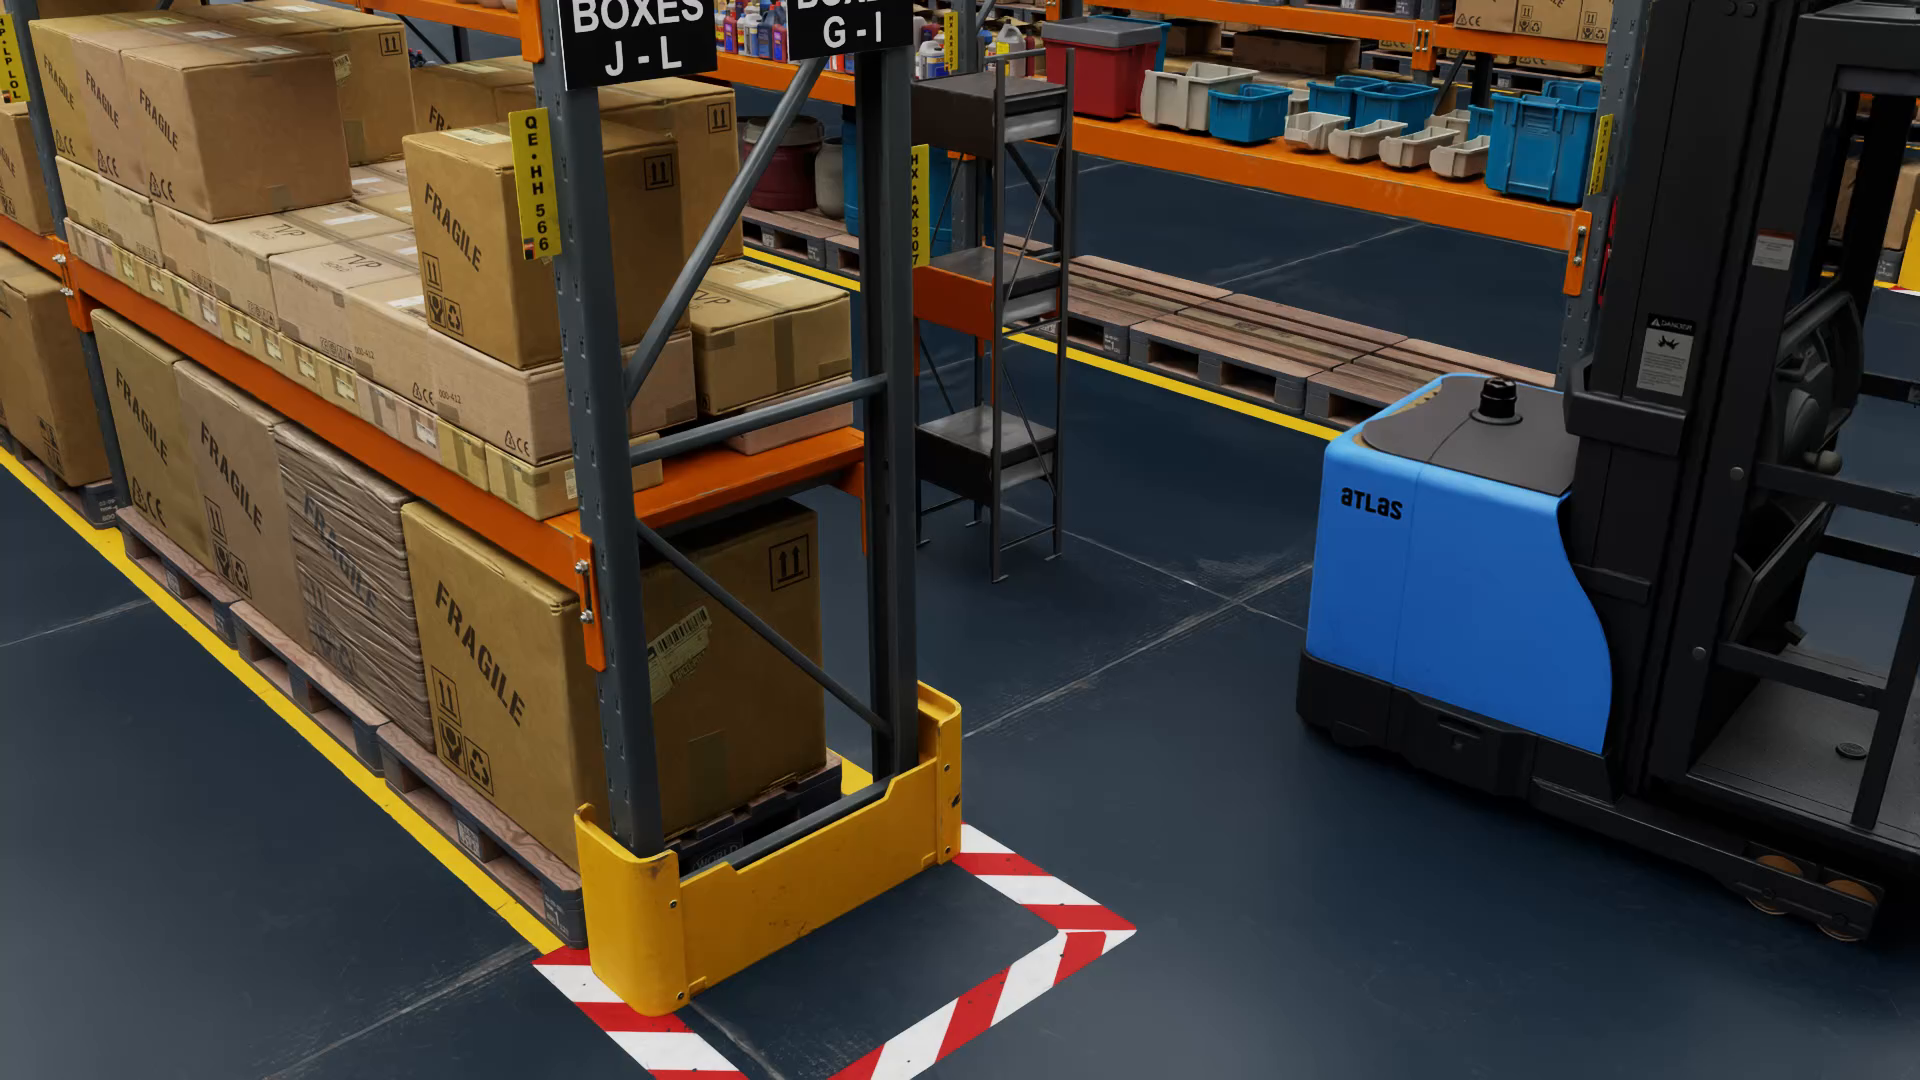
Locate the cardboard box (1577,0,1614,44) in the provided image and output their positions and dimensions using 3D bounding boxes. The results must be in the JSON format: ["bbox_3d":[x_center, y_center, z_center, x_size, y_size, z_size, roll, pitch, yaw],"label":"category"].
[{"bbox_3d":[4.812,-3.830,11.910,0.500,0.500,0.500,-21,32,-39],"label":"cardboard box"}]

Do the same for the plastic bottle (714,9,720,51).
[{"bbox_3d":[-1.698,-3.555,11.585,0.097,0.271,0.097,0,25,0],"label":"plastic bottle"}]

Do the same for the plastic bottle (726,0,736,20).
[{"bbox_3d":[-1.729,-3.998,12.639,0.097,0.201,0.097,0,25,0],"label":"plastic bottle"}]

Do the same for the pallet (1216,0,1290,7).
[{"bbox_3d":[2.569,-4.859,14.518,1.003,0.211,1.213,-21,32,-38],"label":"pallet"}]

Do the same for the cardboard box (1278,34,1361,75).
[{"bbox_3d":[3.134,-4.245,14.519,0.500,0.250,0.500,-21,32,-38],"label":"cardboard box"}]

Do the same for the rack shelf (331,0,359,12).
[{"bbox_3d":[-6.483,-5.621,16.823,1.077,0.370,4.000,-21,32,-38],"label":"rack shelf"}]

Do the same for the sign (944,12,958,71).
[{"bbox_3d":[-0.051,-2.889,9.635,0.100,0.325,0.005,-21,32,-38],"label":"sign"}]

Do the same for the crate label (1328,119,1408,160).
[{"bbox_3d":[2.001,-1.979,8.219,0.396,0.136,0.243,-21,32,-38],"label":"crate label"}]

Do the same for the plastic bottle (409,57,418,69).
[{"bbox_3d":[-5.470,-4.658,16.509,0.144,0.351,0.185,-21,32,-38],"label":"plastic bottle"}]

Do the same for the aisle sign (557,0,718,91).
[{"bbox_3d":[-0.699,-1.377,3.523,0.394,0.787,0.004,-21,32,-38],"label":"aisle sign"}]

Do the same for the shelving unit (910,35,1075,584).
[{"bbox_3d":[0.113,-0.905,6.704,0.431,2.100,0.503,-21,32,-38],"label":"shelving unit"}]

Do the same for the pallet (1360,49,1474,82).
[{"bbox_3d":[5.333,-5.412,18.858,1.003,0.211,1.213,-21,32,-38],"label":"pallet"}]

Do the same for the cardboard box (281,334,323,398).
[{"bbox_3d":[-1.890,-0.589,5.230,0.380,0.149,0.250,-21,32,-38],"label":"cardboard box"}]

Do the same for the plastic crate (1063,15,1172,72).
[{"bbox_3d":[0.920,-2.894,9.926,0.392,0.384,0.575,-21,32,-38],"label":"plastic crate"}]

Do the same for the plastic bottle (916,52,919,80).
[{"bbox_3d":[-0.253,-2.883,10.195,0.097,0.201,0.097,0,25,0],"label":"plastic bottle"}]

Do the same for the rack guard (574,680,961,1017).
[{"bbox_3d":[-0.513,0.843,4.799,1.175,0.500,0.348,-21,32,-38],"label":"rack guard"}]

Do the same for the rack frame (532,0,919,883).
[{"bbox_3d":[-0.530,-0.301,4.296,1.000,3.000,0.127,-21,32,-38],"label":"rack frame"}]

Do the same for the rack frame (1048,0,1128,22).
[{"bbox_3d":[1.236,-5.534,15.767,1.000,3.000,0.127,-21,32,-38],"label":"rack frame"}]

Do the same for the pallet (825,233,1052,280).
[{"bbox_3d":[-0.145,-1.895,11.150,1.003,0.211,1.213,-21,32,-38],"label":"pallet"}]

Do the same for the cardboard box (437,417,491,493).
[{"bbox_3d":[-1.192,-0.280,4.552,0.380,0.149,0.250,-21,32,-38],"label":"cardboard box"}]

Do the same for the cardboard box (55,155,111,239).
[{"bbox_3d":[-3.134,-1.364,6.447,0.500,0.250,0.500,-22,32,-39],"label":"cardboard box"}]

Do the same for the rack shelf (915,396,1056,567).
[{"bbox_3d":[0.113,-0.256,7.000,0.431,0.518,0.480,-21,32,-38],"label":"rack shelf"}]

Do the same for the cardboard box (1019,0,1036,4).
[{"bbox_3d":[1.037,-7.546,23.081,0.250,0.149,0.380,21,32,38],"label":"cardboard box"}]

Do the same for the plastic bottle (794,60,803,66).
[{"bbox_3d":[-0.998,-3.264,10.940,0.152,0.276,0.135,-21,32,-38],"label":"plastic bottle"}]

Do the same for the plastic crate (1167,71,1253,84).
[{"bbox_3d":[1.313,-2.557,9.501,0.437,0.125,0.590,-21,32,-38],"label":"plastic crate"}]

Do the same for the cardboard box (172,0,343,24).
[{"bbox_3d":[-2.754,-1.858,6.628,0.500,0.500,0.500,-20,31,-37],"label":"cardboard box"}]

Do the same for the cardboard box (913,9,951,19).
[{"bbox_3d":[-0.312,-5.592,18.025,0.500,0.311,0.500,-21,32,-39],"label":"cardboard box"}]

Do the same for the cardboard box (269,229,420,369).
[{"bbox_3d":[-1.749,-0.748,5.098,0.500,0.250,0.500,22,33,40],"label":"cardboard box"}]

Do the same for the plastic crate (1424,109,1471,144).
[{"bbox_3d":[2.535,-2.108,8.502,0.250,0.136,0.298,-21,32,-38],"label":"plastic crate"}]

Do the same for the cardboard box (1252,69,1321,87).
[{"bbox_3d":[2.749,-3.758,14.354,0.500,0.500,0.500,-21,32,-38],"label":"cardboard box"}]

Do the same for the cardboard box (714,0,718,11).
[{"bbox_3d":[-2.652,-6.411,19.592,0.500,0.500,0.500,-21,32,-38],"label":"cardboard box"}]

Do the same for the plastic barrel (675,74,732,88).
[{"bbox_3d":[-2.035,-3.190,12.738,0.600,0.830,0.708,-21,32,-38],"label":"plastic barrel"}]

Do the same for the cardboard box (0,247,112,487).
[{"bbox_3d":[-3.716,-0.926,7.719,1.225,0.875,0.875,-21,32,-38],"label":"cardboard box"}]

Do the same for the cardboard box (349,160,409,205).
[{"bbox_3d":[-2.066,-1.210,6.111,0.500,0.250,0.500,-20,32,-37],"label":"cardboard box"}]

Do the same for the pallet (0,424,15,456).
[{"bbox_3d":[-4.684,-0.827,8.808,1.003,0.211,1.213,-21,32,-38],"label":"pallet"}]

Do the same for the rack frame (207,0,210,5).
[{"bbox_3d":[-7.850,-6.554,18.002,1.000,3.000,0.127,-21,32,-38],"label":"rack frame"}]

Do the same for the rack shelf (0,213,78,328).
[{"bbox_3d":[-4.631,-1.792,8.430,1.077,0.370,4.000,-21,32,-38],"label":"rack shelf"}]

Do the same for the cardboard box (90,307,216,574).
[{"bbox_3d":[-2.871,-0.515,6.819,0.875,0.875,0.875,-21,32,-38],"label":"cardboard box"}]

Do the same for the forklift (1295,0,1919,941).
[{"bbox_3d":[2.626,-0.439,4.681,3.031,2.935,1.130,19,31,35],"label":"forklift"}]

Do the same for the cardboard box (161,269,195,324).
[{"bbox_3d":[-2.588,-0.899,5.909,0.380,0.149,0.250,-22,32,-39],"label":"cardboard box"}]

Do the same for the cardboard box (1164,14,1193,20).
[{"bbox_3d":[3.021,-6.855,21.143,0.700,0.500,0.500,-22,32,-39],"label":"cardboard box"}]

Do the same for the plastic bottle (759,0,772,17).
[{"bbox_3d":[-1.438,-3.901,12.342,0.097,0.271,0.097,0,25,0],"label":"plastic bottle"}]

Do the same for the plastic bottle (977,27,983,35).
[{"bbox_3d":[0.063,-3.221,10.846,0.152,0.276,0.135,-21,32,-38],"label":"plastic bottle"}]

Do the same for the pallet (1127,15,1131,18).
[{"bbox_3d":[2.649,-6.648,21.569,1.003,0.211,1.213,-21,32,-38],"label":"pallet"}]

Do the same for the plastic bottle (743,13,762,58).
[{"bbox_3d":[-1.374,-3.431,11.306,0.152,0.276,0.135,-21,32,-38],"label":"plastic bottle"}]

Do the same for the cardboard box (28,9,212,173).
[{"bbox_3d":[-3.123,-1.704,6.290,0.500,0.500,0.500,-21,32,-38],"label":"cardboard box"}]

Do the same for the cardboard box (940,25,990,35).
[{"bbox_3d":[-0.005,-5.128,17.007,0.500,0.311,0.500,-21,32,-39],"label":"cardboard box"}]

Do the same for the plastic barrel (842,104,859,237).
[{"bbox_3d":[-0.492,-2.539,11.223,0.600,0.901,0.708,-21,32,-38],"label":"plastic barrel"}]

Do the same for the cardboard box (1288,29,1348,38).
[{"bbox_3d":[4.319,-6.207,19.723,0.700,0.500,0.500,-21,32,-38],"label":"cardboard box"}]

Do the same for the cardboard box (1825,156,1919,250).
[{"bbox_3d":[6.153,-2.268,11.090,0.500,0.500,0.500,-21,32,-38],"label":"cardboard box"}]

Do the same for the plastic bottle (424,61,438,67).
[{"bbox_3d":[-5.255,-4.614,16.502,0.152,0.276,0.135,-20,31,-37],"label":"plastic bottle"}]

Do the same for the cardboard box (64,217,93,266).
[{"bbox_3d":[-3.304,-1.215,6.602,0.380,0.149,0.250,-21,32,-38],"label":"cardboard box"}]

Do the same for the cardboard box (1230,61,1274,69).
[{"bbox_3d":[2.763,-4.066,15.031,0.500,0.500,0.500,22,33,40],"label":"cardboard box"}]

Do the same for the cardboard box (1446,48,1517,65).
[{"bbox_3d":[5.850,-5.626,18.053,0.750,0.750,0.750,-21,32,-39],"label":"cardboard box"}]

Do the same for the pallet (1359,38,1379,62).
[{"bbox_3d":[4.317,-5.909,19.949,1.003,0.211,1.213,-21,32,-38],"label":"pallet"}]
